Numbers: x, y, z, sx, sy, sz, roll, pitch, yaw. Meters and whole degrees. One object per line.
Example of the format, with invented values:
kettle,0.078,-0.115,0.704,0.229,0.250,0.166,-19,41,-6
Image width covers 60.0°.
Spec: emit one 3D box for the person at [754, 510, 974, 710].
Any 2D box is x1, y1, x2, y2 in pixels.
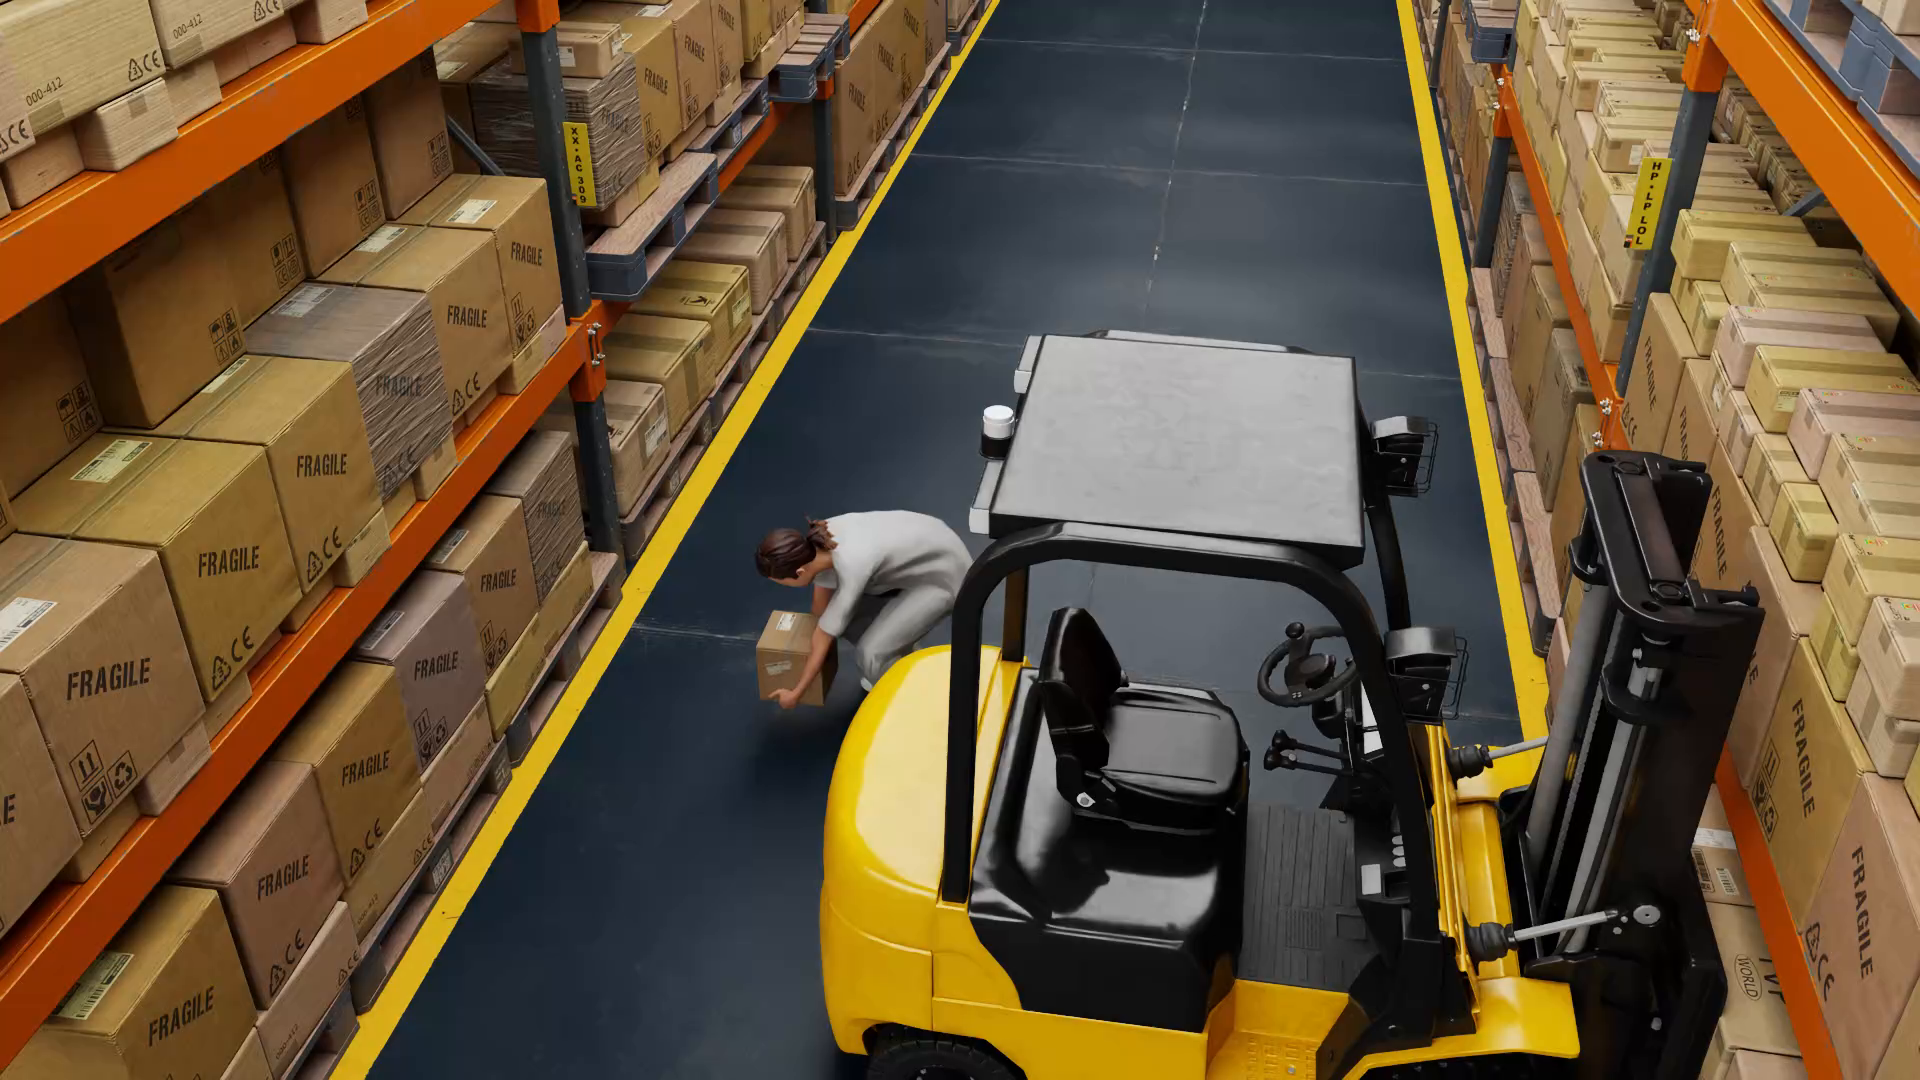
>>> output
person,-0.357,0.279,6.381,0.852,0.946,0.474,-12,34,-18
